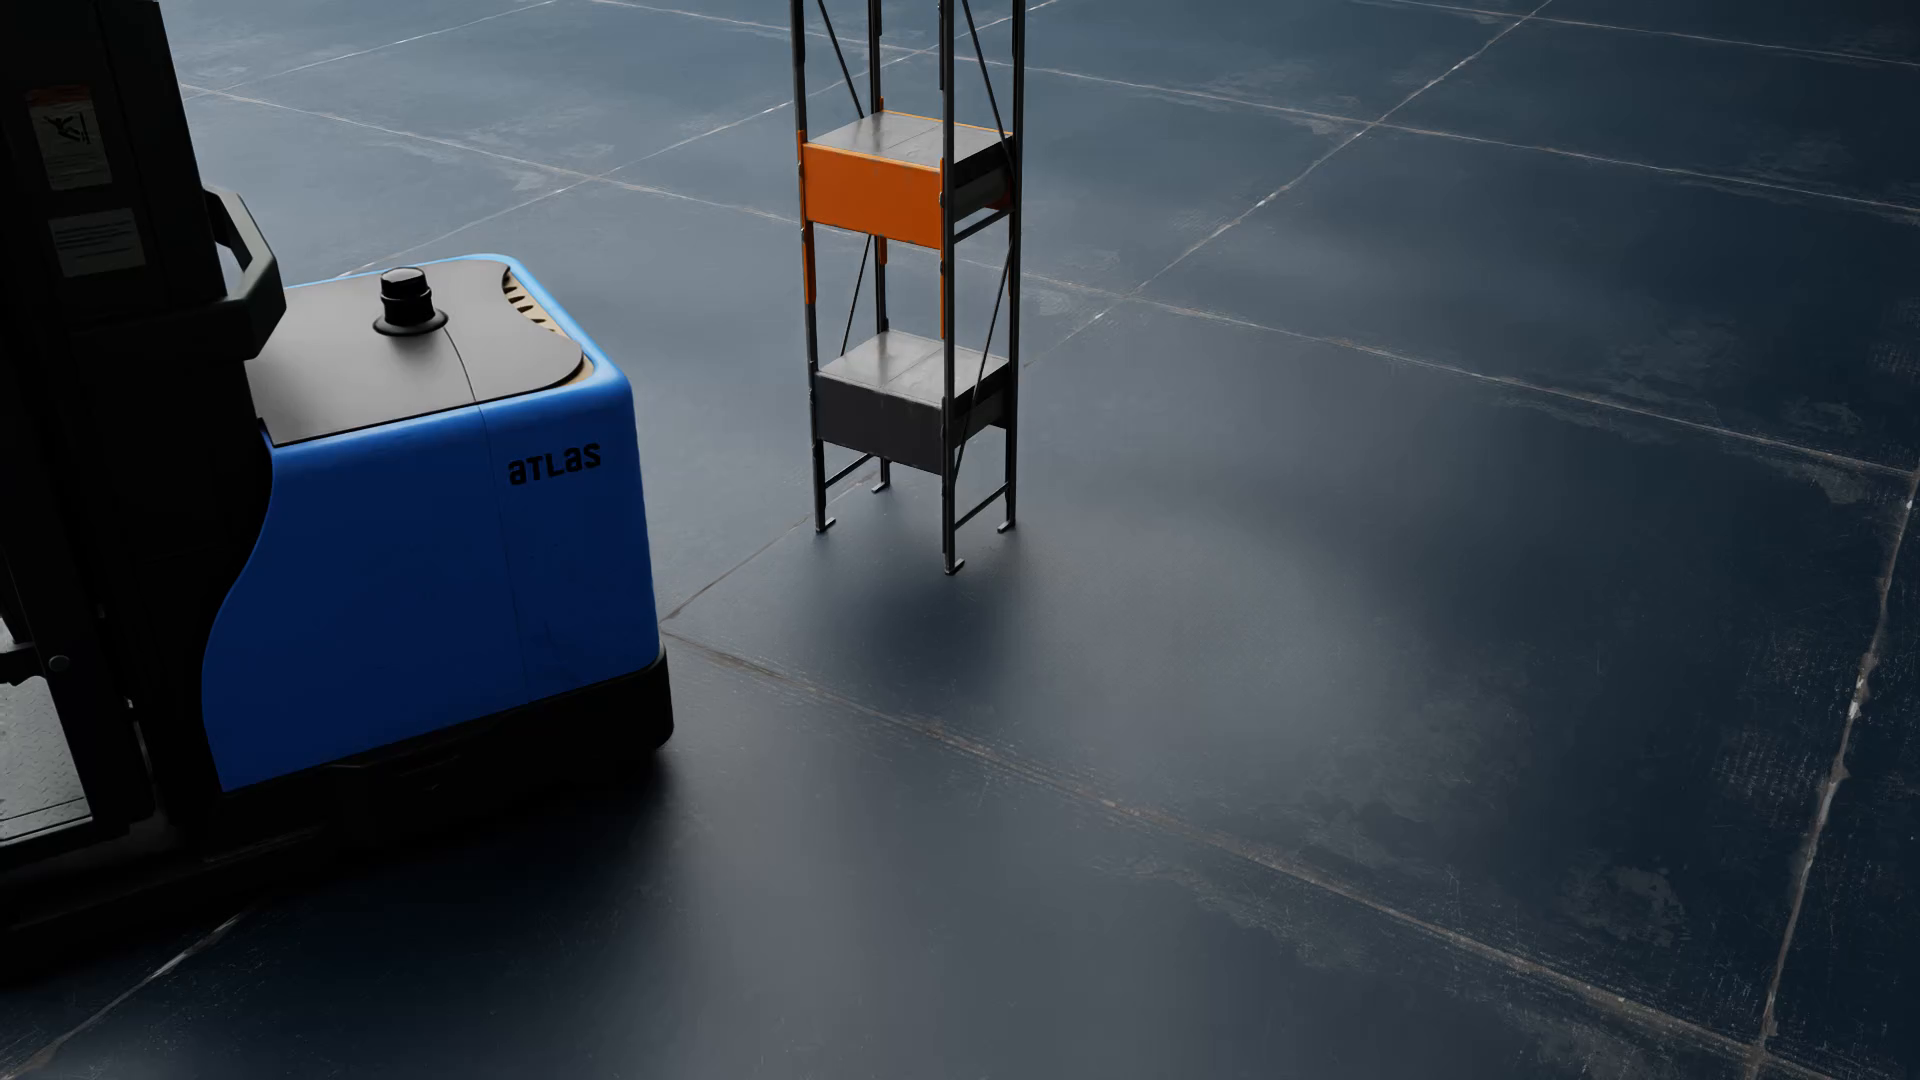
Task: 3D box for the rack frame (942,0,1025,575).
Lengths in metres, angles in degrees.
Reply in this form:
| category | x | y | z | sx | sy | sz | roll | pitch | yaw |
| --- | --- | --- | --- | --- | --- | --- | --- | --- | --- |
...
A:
| category | x | y | z | sx | sy | sz | roll | pitch | yaw |
| --- | --- | --- | --- | --- | --- | --- | --- | --- | --- |
| rack frame | 0.066 | -0.886 | 4.685 | 0.015 | 2.100 | 0.400 | 18 | 35 | 27 |

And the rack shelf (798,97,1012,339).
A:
| category | x | y | z | sx | sy | sz | roll | pitch | yaw |
| --- | --- | --- | --- | --- | --- | --- | --- | --- | --- |
| rack shelf | -0.140 | -0.940 | 4.804 | 0.480 | 0.518 | 0.431 | 18 | 35 | 27 |

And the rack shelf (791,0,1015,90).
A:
| category | x | y | z | sx | sy | sz | roll | pitch | yaw |
| --- | --- | --- | --- | --- | --- | --- | --- | --- | --- |
| rack shelf | -0.140 | -1.544 | 4.451 | 0.480 | 0.518 | 0.431 | 18 | 35 | 27 |

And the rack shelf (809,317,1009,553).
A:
| category | x | y | z | sx | sy | sz | roll | pitch | yaw |
| --- | --- | --- | --- | --- | --- | --- | --- | --- | --- |
| rack shelf | -0.140 | -0.335 | 5.157 | 0.480 | 0.518 | 0.431 | 18 | 35 | 27 |

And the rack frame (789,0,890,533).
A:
| category | x | y | z | sx | sy | sz | roll | pitch | yaw |
| --- | --- | --- | --- | --- | --- | --- | --- | --- | --- |
| rack frame | -0.347 | -1.017 | 4.909 | 0.015 | 2.100 | 0.400 | 18 | 35 | 27 |

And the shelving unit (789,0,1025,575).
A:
| category | x | y | z | sx | sy | sz | roll | pitch | yaw |
| --- | --- | --- | --- | --- | --- | --- | --- | --- | --- |
| shelving unit | -0.140 | -0.951 | 4.797 | 0.503 | 2.100 | 0.431 | 18 | 35 | 27 |

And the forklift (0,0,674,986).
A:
| category | x | y | z | sx | sy | sz | roll | pitch | yaw |
| --- | --- | --- | --- | --- | --- | --- | --- | --- | --- |
| forklift | -2.274 | -0.551 | 3.285 | 3.031 | 2.935 | 1.130 | -16 | 34 | -25 |
